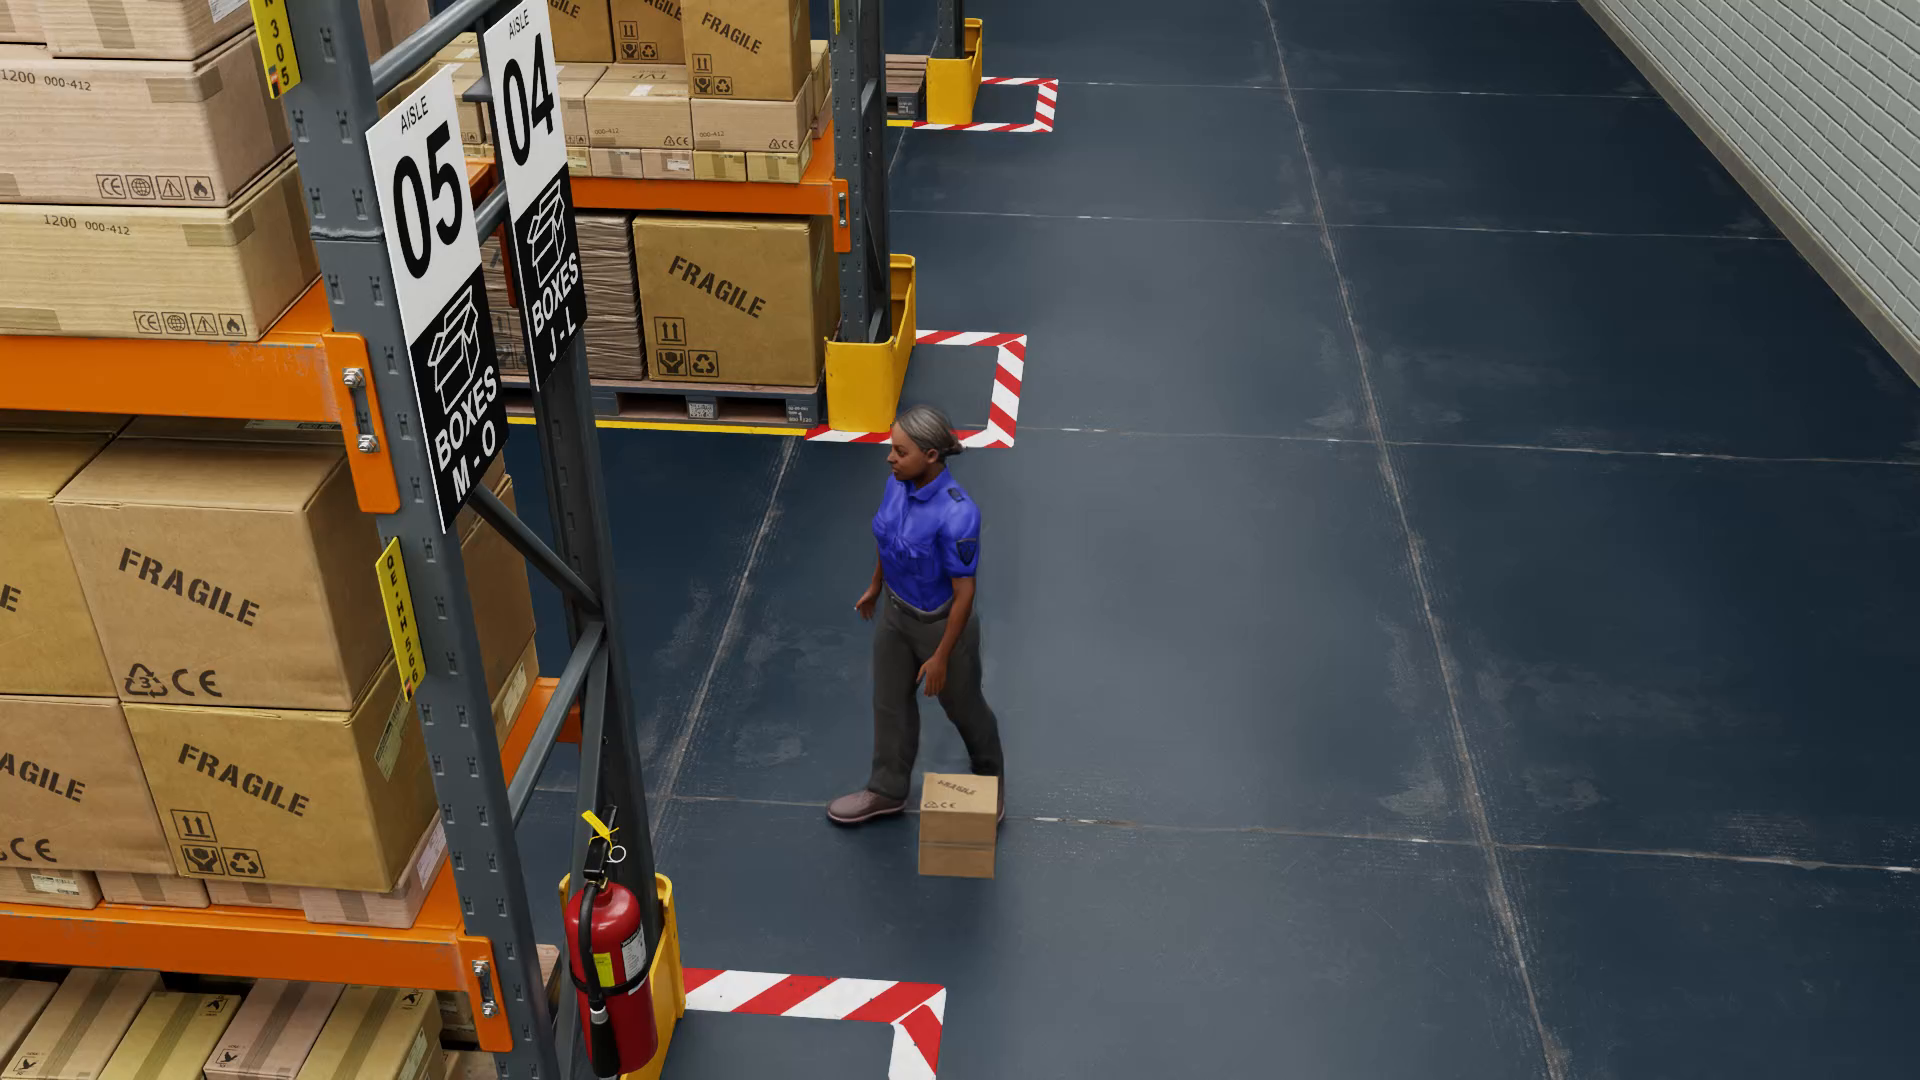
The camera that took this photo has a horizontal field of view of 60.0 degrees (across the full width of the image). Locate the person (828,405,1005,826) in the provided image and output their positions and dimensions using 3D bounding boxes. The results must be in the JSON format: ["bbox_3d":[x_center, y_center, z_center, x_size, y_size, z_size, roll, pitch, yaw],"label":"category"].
[{"bbox_3d":[-0.150,0.279,5.691,0.622,1.649,0.584,-23,39,-32],"label":"person"}]
